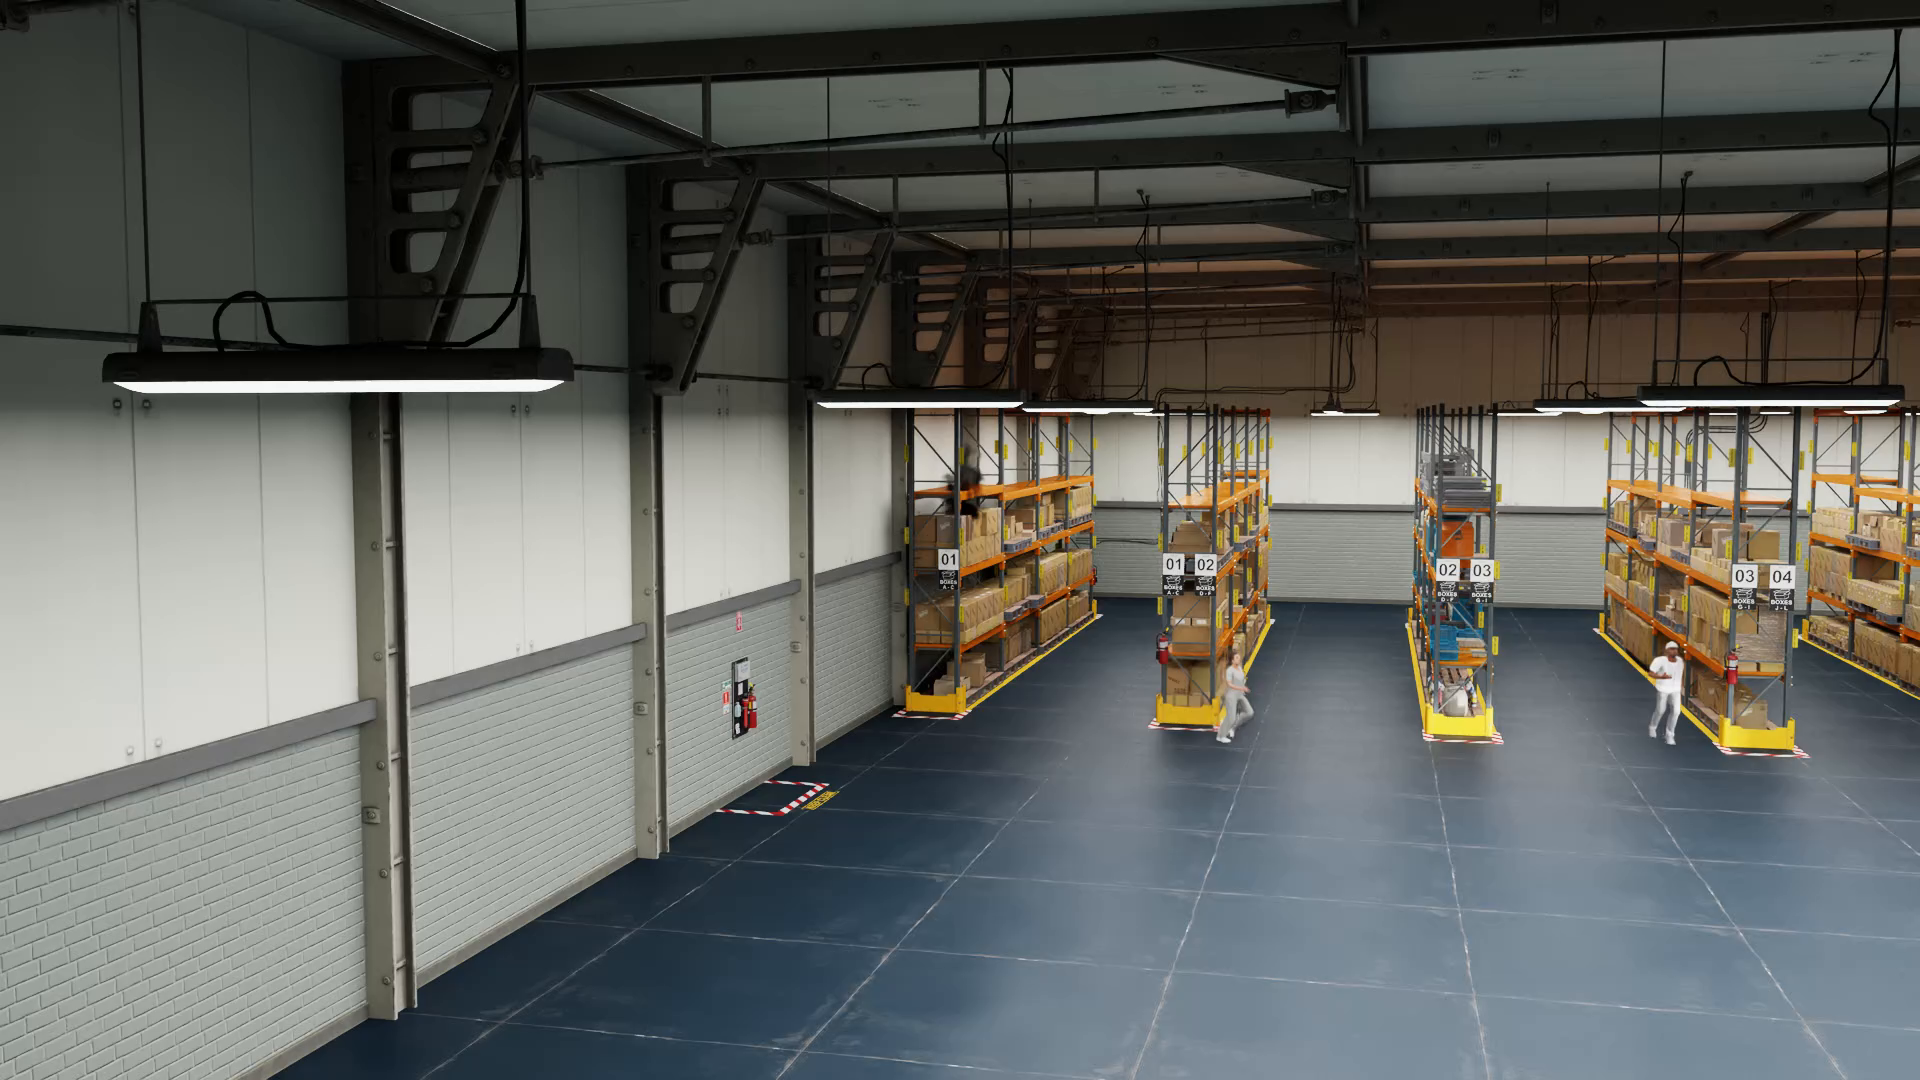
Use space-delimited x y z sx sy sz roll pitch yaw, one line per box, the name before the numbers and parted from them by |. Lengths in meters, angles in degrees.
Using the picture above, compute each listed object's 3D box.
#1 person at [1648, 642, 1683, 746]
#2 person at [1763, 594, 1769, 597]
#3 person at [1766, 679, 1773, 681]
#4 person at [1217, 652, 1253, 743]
person | 12.540 2.704 29.495 0.711 1.836 0.749 0 4 -2
person | 20.536 1.759 42.643 0.728 1.724 0.664 2 5 29
person | 17.620 2.179 36.601 0.707 1.840 0.716 1 4 8
person | 4.850 2.759 29.165 0.595 1.625 0.717 -4 6 -44
